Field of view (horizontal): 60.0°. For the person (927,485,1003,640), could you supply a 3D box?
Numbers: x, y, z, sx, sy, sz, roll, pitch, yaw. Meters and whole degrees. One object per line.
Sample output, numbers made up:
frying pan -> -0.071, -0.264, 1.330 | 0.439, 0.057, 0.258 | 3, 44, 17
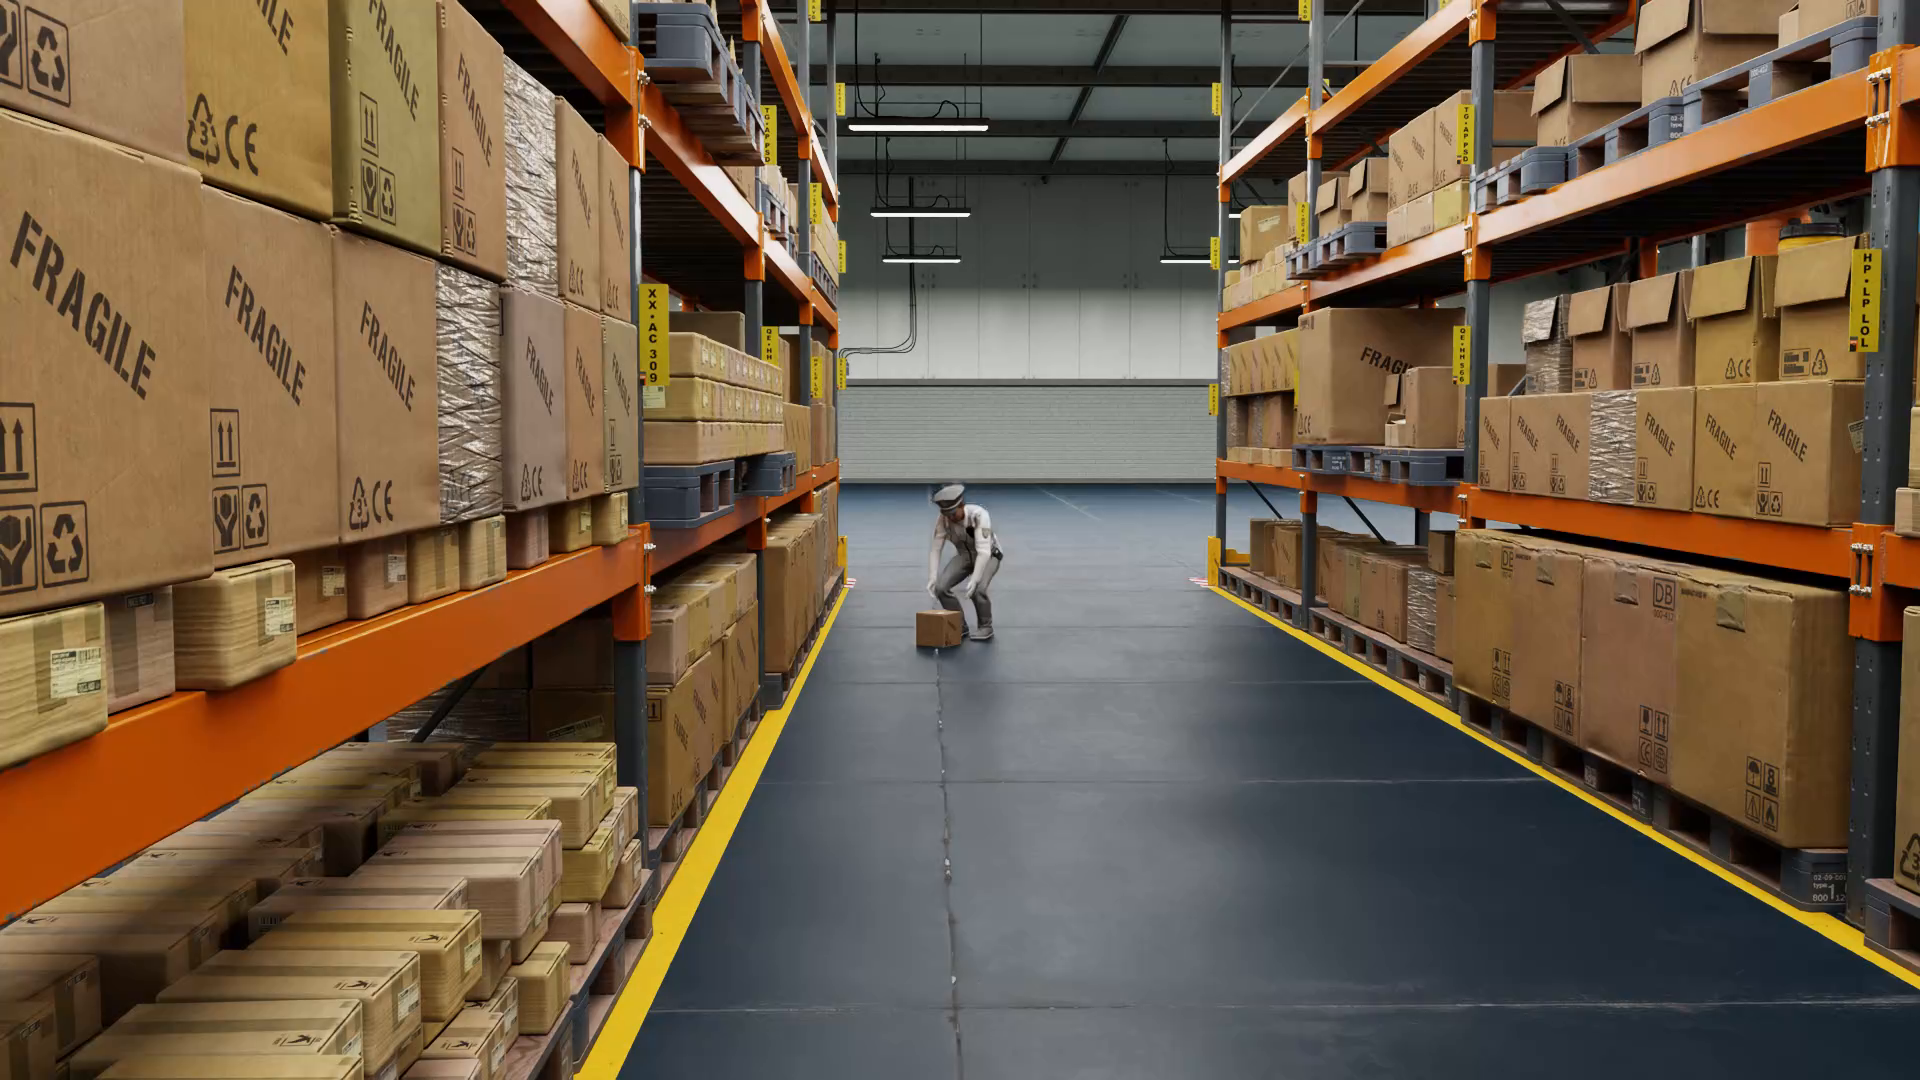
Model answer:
person -> 0.057, 0.172, 12.883 | 0.526, 1.207, 0.787 | 2, 5, 32
